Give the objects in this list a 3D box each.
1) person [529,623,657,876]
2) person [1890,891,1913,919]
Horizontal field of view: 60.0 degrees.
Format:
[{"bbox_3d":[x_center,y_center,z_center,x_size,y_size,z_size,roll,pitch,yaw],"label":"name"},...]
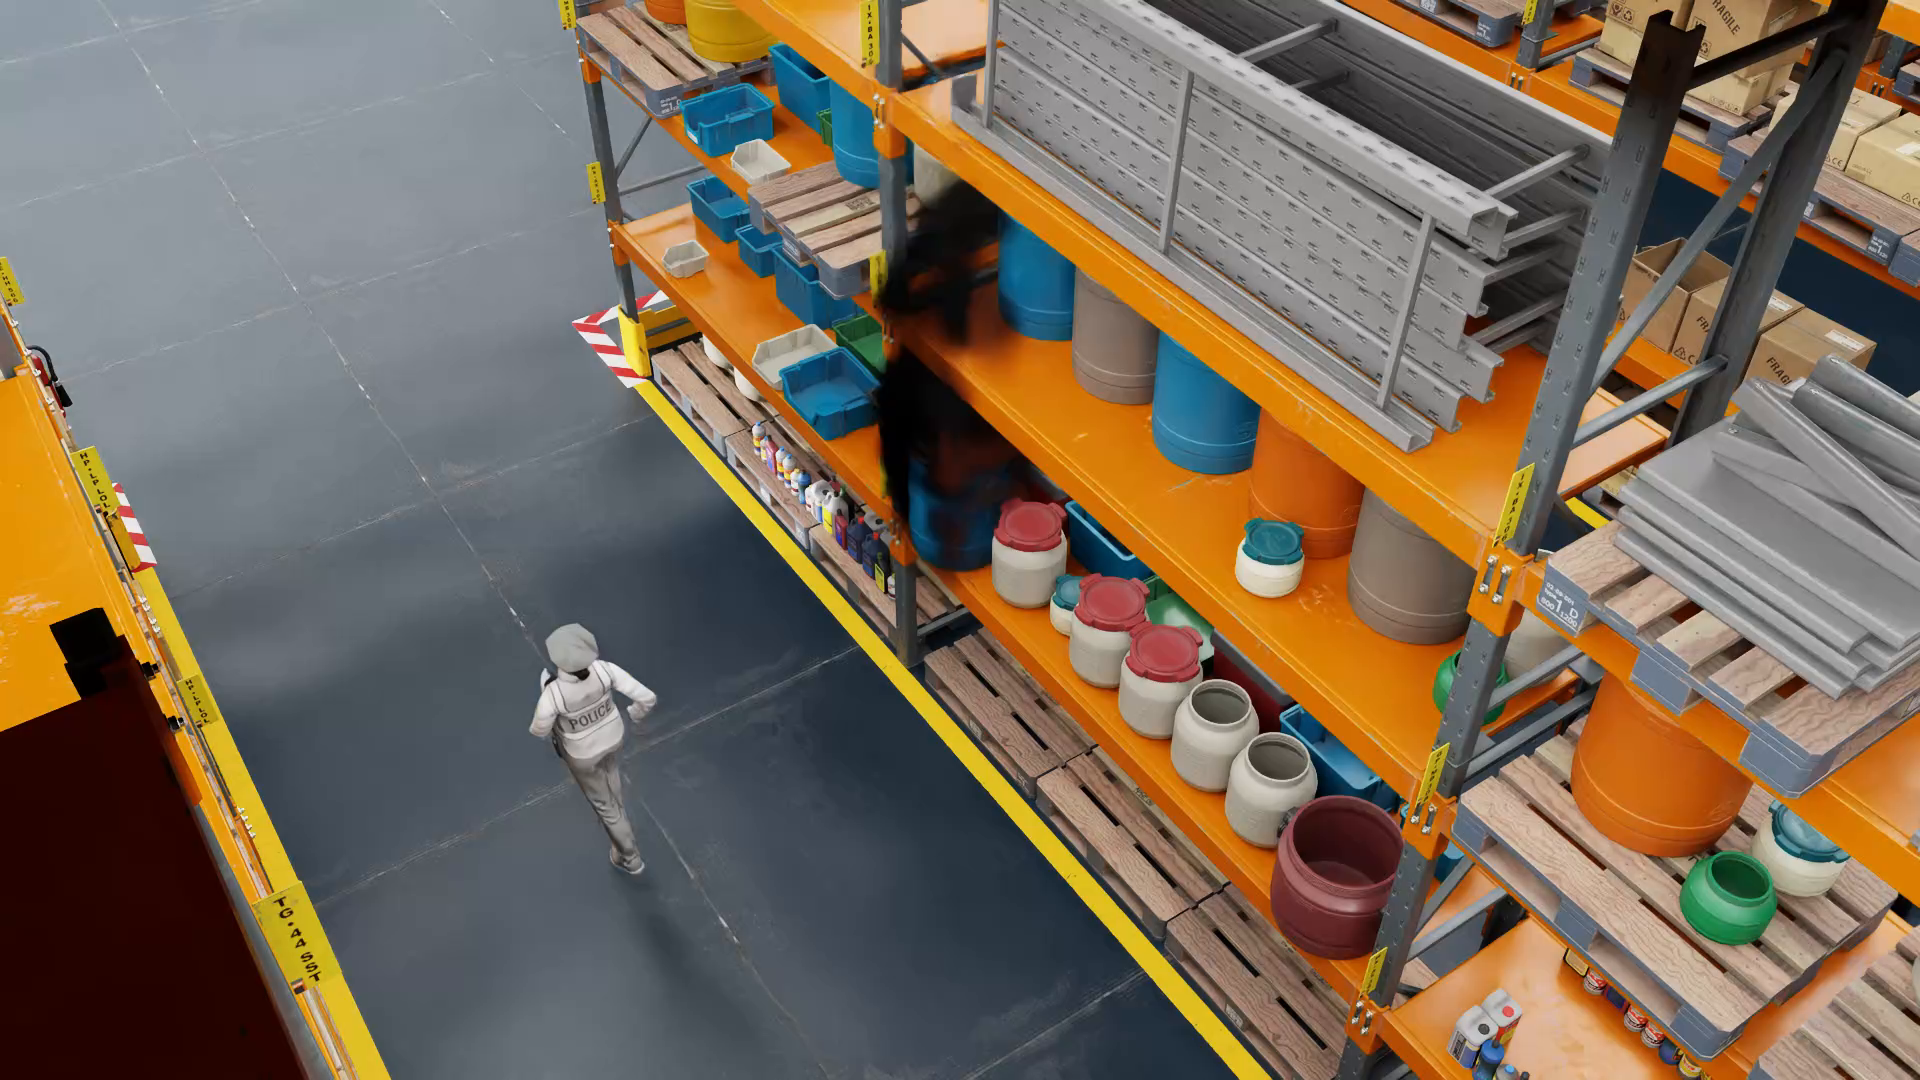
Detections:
[{"bbox_3d":[-1.964,1.111,8.907,0.711,1.802,0.578,34,52,31],"label":"person"},{"bbox_3d":[4.679,1.780,8.561,0.663,1.689,0.634,31,51,29],"label":"person"}]
